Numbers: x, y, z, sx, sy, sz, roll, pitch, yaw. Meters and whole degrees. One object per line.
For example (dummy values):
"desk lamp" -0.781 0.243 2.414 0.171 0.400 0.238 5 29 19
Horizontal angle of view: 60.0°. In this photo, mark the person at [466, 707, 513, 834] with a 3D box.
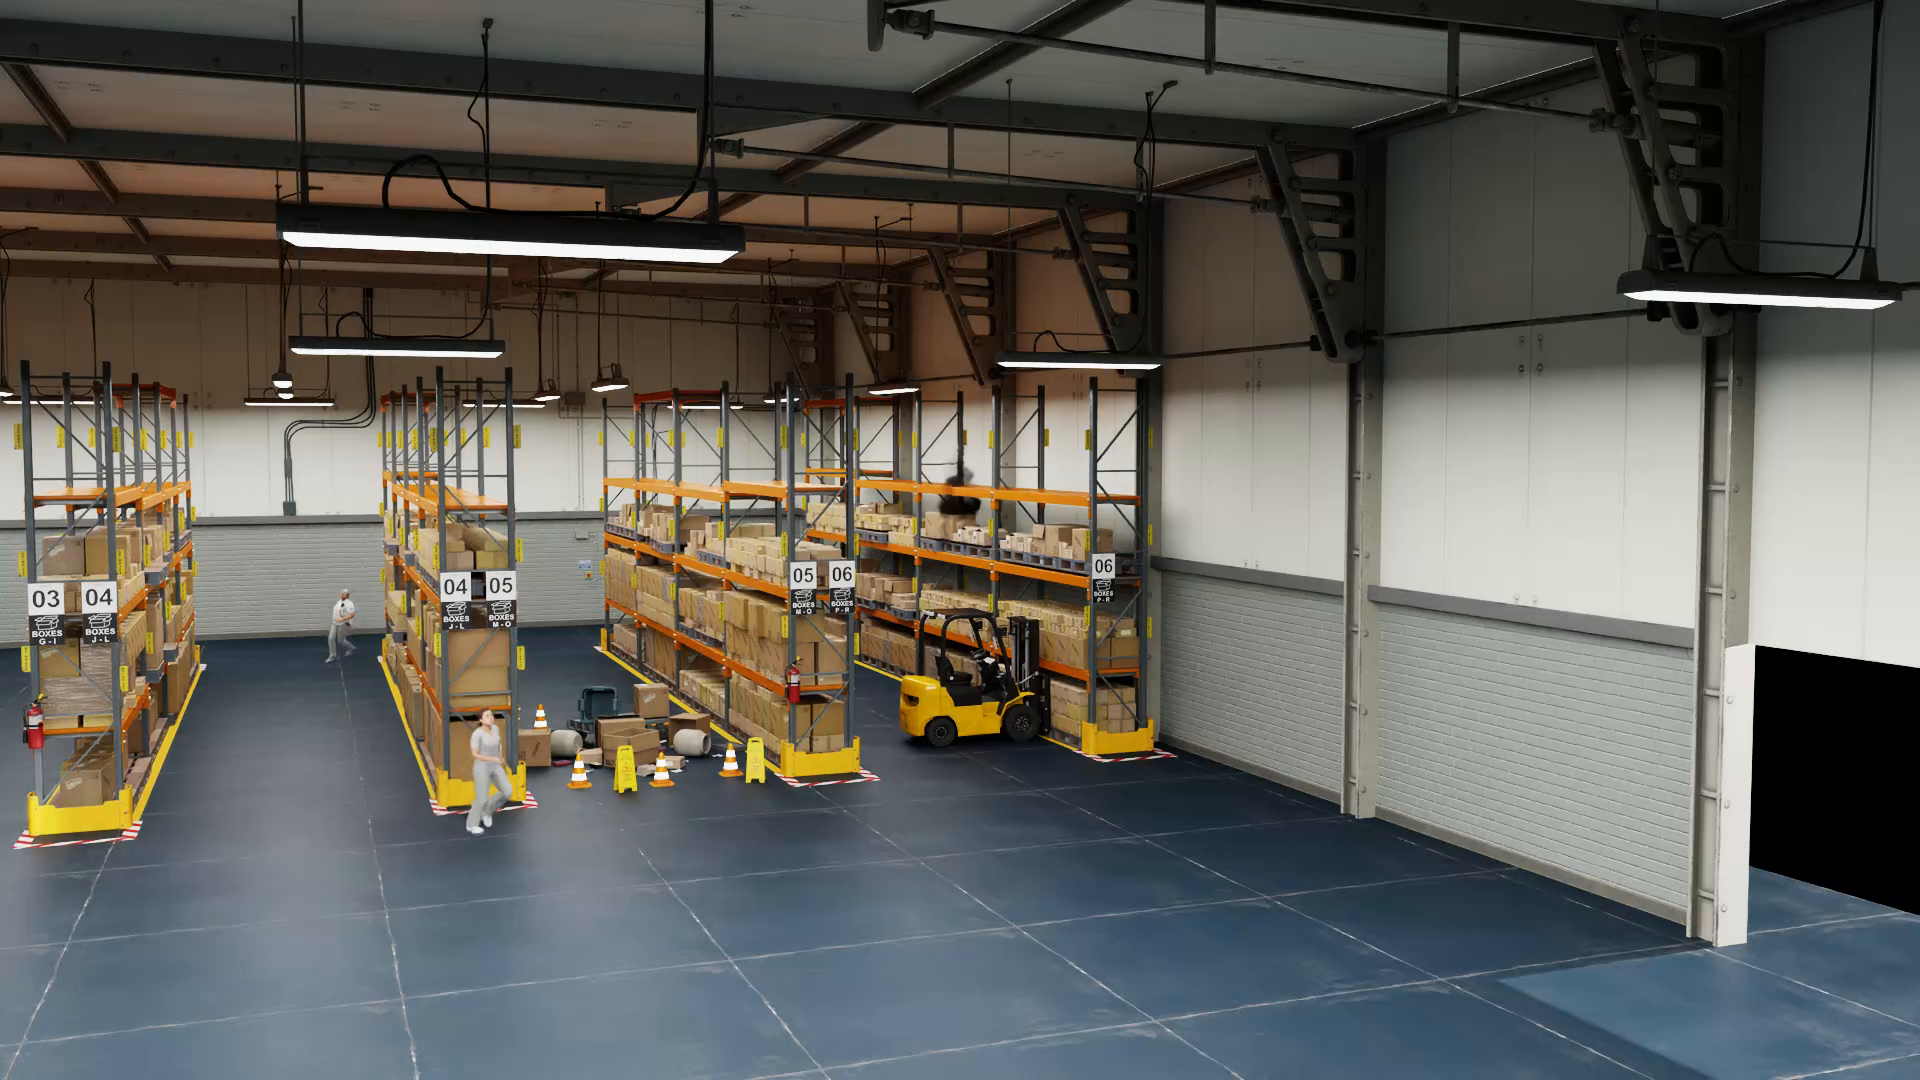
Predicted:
"person" -5.955 2.915 21.055 0.737 1.623 0.587 2 4 36

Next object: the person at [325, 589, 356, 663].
"person" -13.981 1.933 37.650 0.645 1.651 0.762 2 4 31
